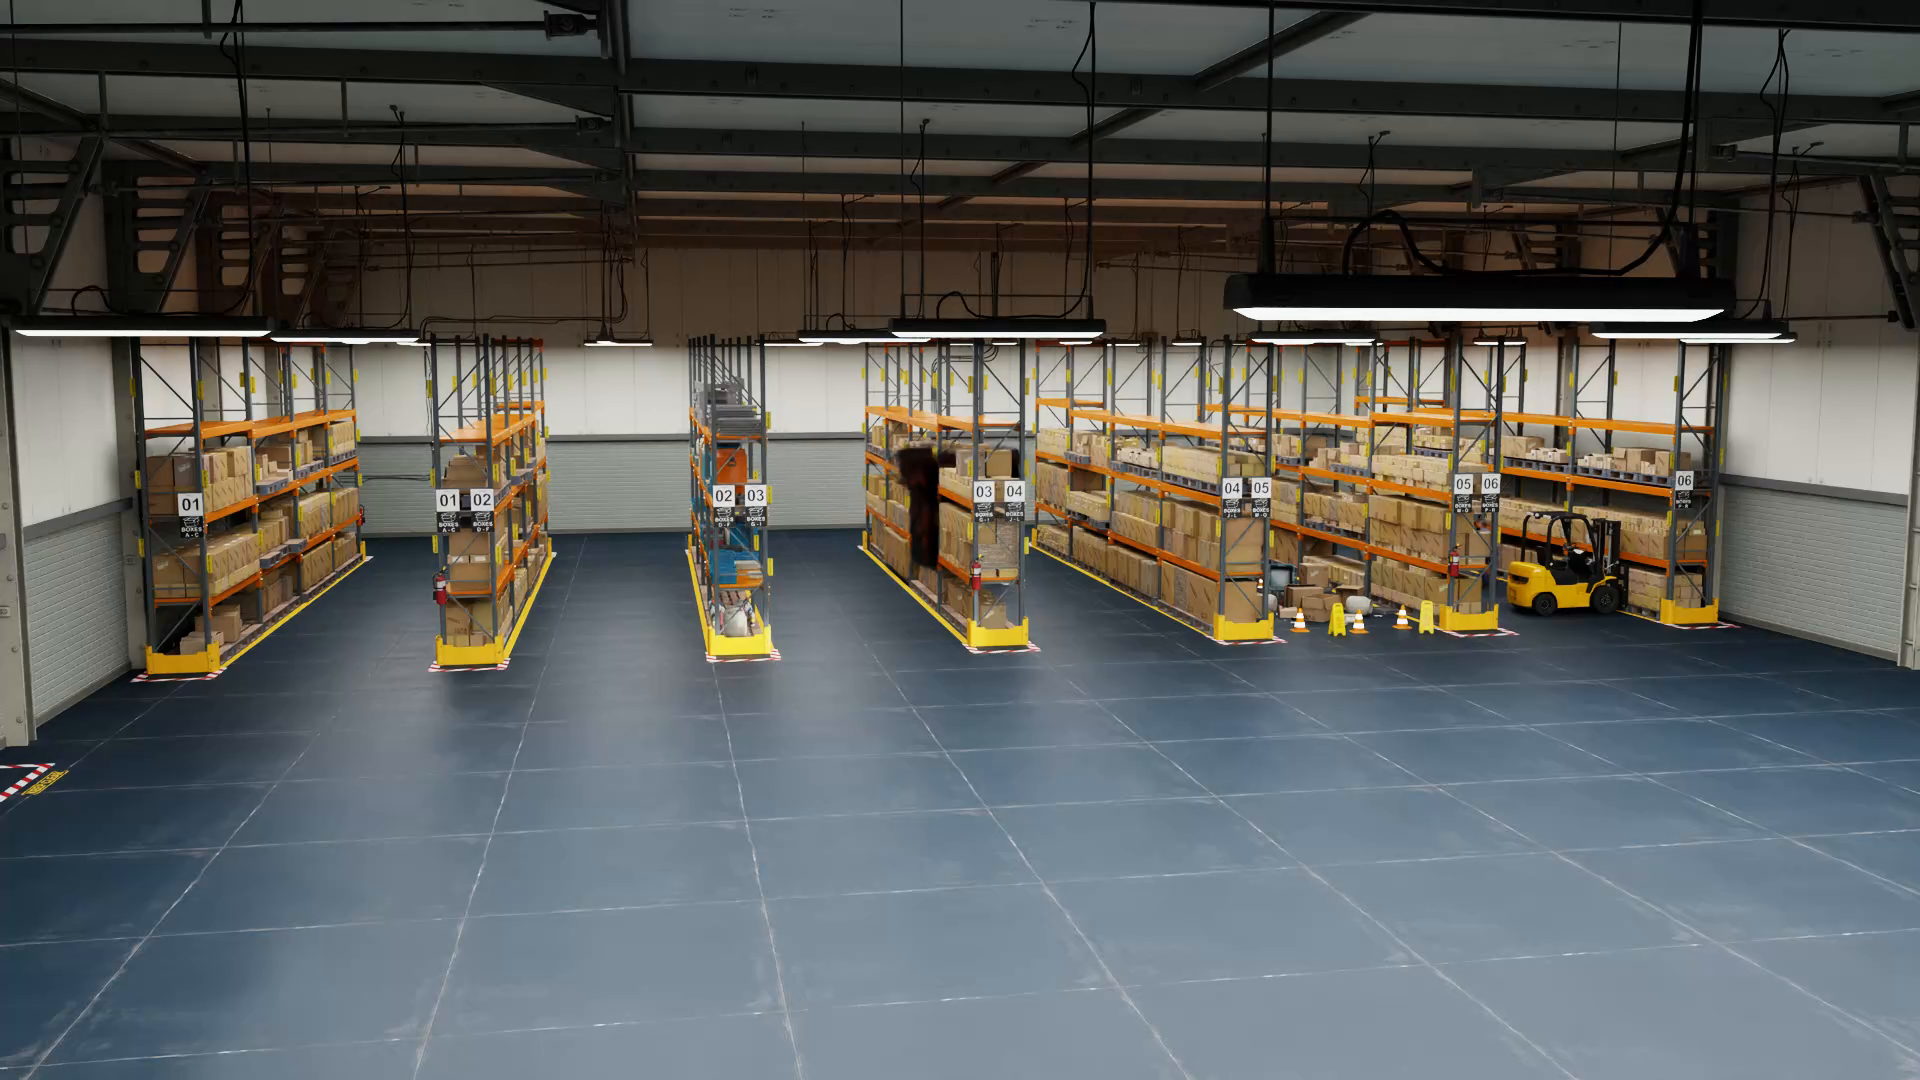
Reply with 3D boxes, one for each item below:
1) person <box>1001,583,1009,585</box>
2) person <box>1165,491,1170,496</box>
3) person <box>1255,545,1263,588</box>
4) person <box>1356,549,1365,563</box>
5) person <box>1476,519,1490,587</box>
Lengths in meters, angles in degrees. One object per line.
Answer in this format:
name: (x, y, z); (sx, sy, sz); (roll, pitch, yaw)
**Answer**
person: (0.931, 0.183, 40.704); (0.640, 1.791, 0.623); (2, 7, 15)
person: (5.942, -0.594, 48.062); (0.451, 1.650, 0.467); (-3, 7, -25)
person: (7.161, 0.306, 39.910); (0.429, 1.726, 0.557); (2, 7, 13)
person: (10.515, -0.119, 43.742); (0.365, 1.686, 0.489); (0, 7, 3)
person: (12.557, 0.315, 40.109); (0.566, 1.632, 0.822); (-3, 7, -21)
